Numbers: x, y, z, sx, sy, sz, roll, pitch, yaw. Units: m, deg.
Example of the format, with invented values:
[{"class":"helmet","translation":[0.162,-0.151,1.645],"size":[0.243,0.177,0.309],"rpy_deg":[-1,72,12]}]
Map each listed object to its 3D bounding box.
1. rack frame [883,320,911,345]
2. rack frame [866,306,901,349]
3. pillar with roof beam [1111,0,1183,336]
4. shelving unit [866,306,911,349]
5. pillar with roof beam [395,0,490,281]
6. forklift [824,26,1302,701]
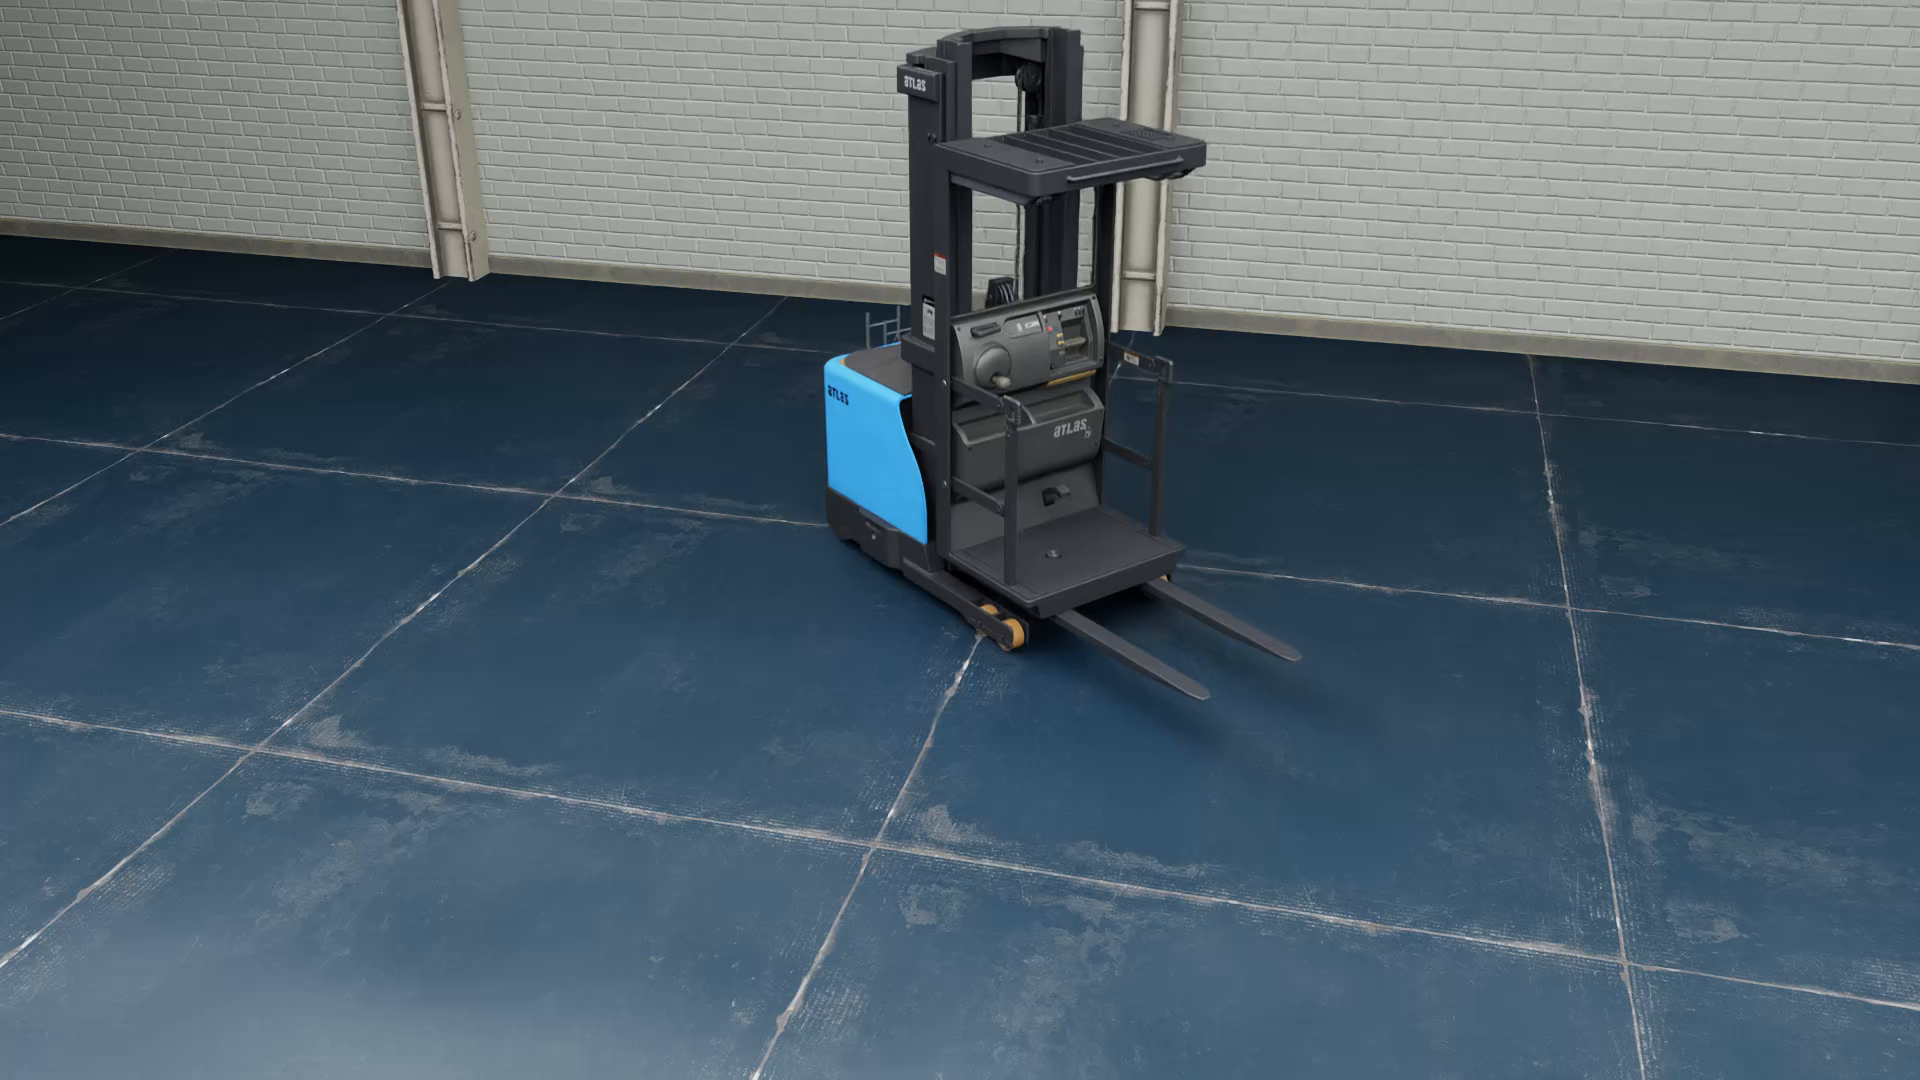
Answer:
[{"class":"rack frame","translation":[-0.346,-0.758,9.946],"size":[0.240,1.200,0.006],"rpy_deg":[-18,31,-32]},{"class":"rack frame","translation":[-0.454,-0.821,10.079],"size":[0.240,1.200,0.006],"rpy_deg":[-18,31,-32]},{"class":"pillar with roof beam","translation":[0.353,-3.967,7.613],"size":[0.400,9.000,9.100],"rpy_deg":[6,26,13]},{"class":"shelving unit","translation":[-0.400,-0.790,10.013],"size":[0.258,1.200,0.189],"rpy_deg":[-18,31,-32]},{"class":"pillar with roof beam","translation":[-5.457,-4.609,8.962],"size":[0.400,9.000,9.100],"rpy_deg":[6,26,13]},{"class":"forklift","translation":[0.492,-0.992,8.423],"size":[1.130,2.935,3.031],"rpy_deg":[-18,31,-32]}]
